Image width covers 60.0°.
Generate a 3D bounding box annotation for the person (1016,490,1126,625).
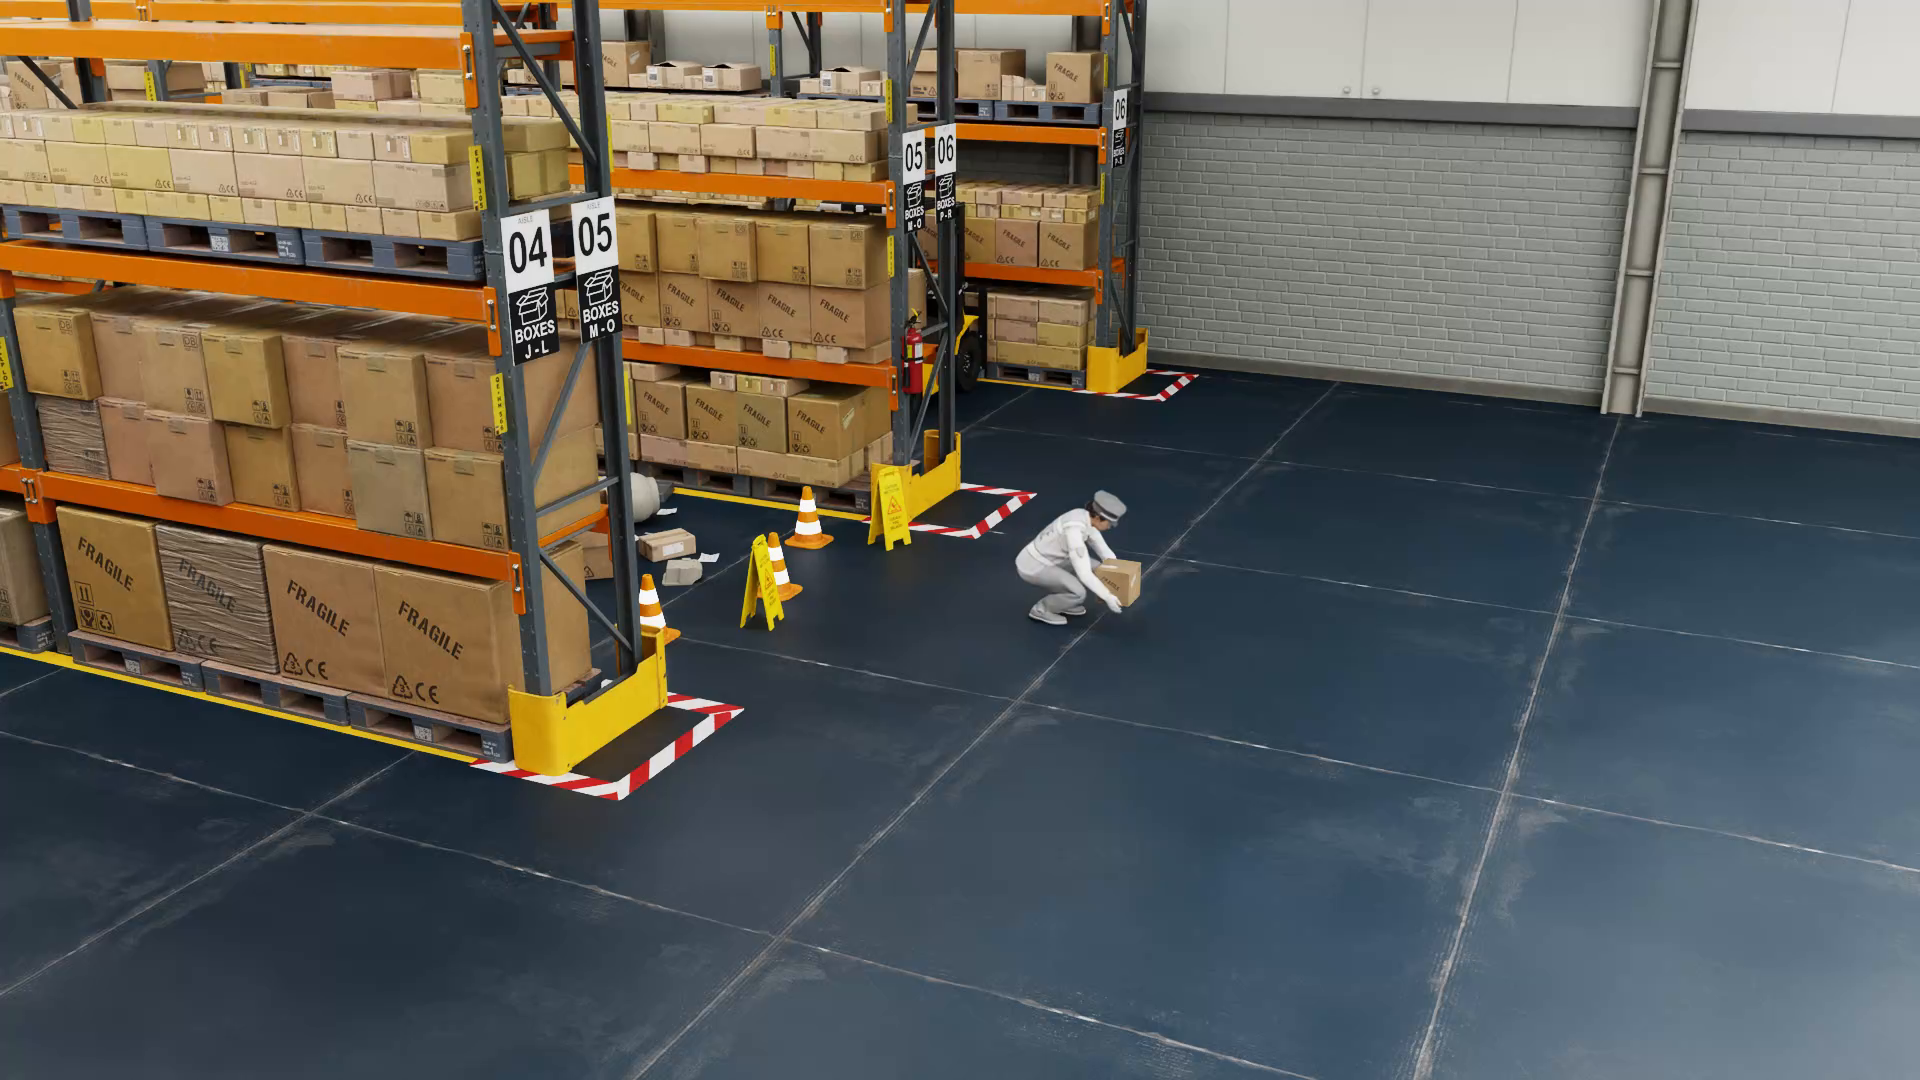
[{"bbox_3d":[0.810,0.119,11.815,0.821,0.964,0.490,8,21,22],"label":"person"}]
